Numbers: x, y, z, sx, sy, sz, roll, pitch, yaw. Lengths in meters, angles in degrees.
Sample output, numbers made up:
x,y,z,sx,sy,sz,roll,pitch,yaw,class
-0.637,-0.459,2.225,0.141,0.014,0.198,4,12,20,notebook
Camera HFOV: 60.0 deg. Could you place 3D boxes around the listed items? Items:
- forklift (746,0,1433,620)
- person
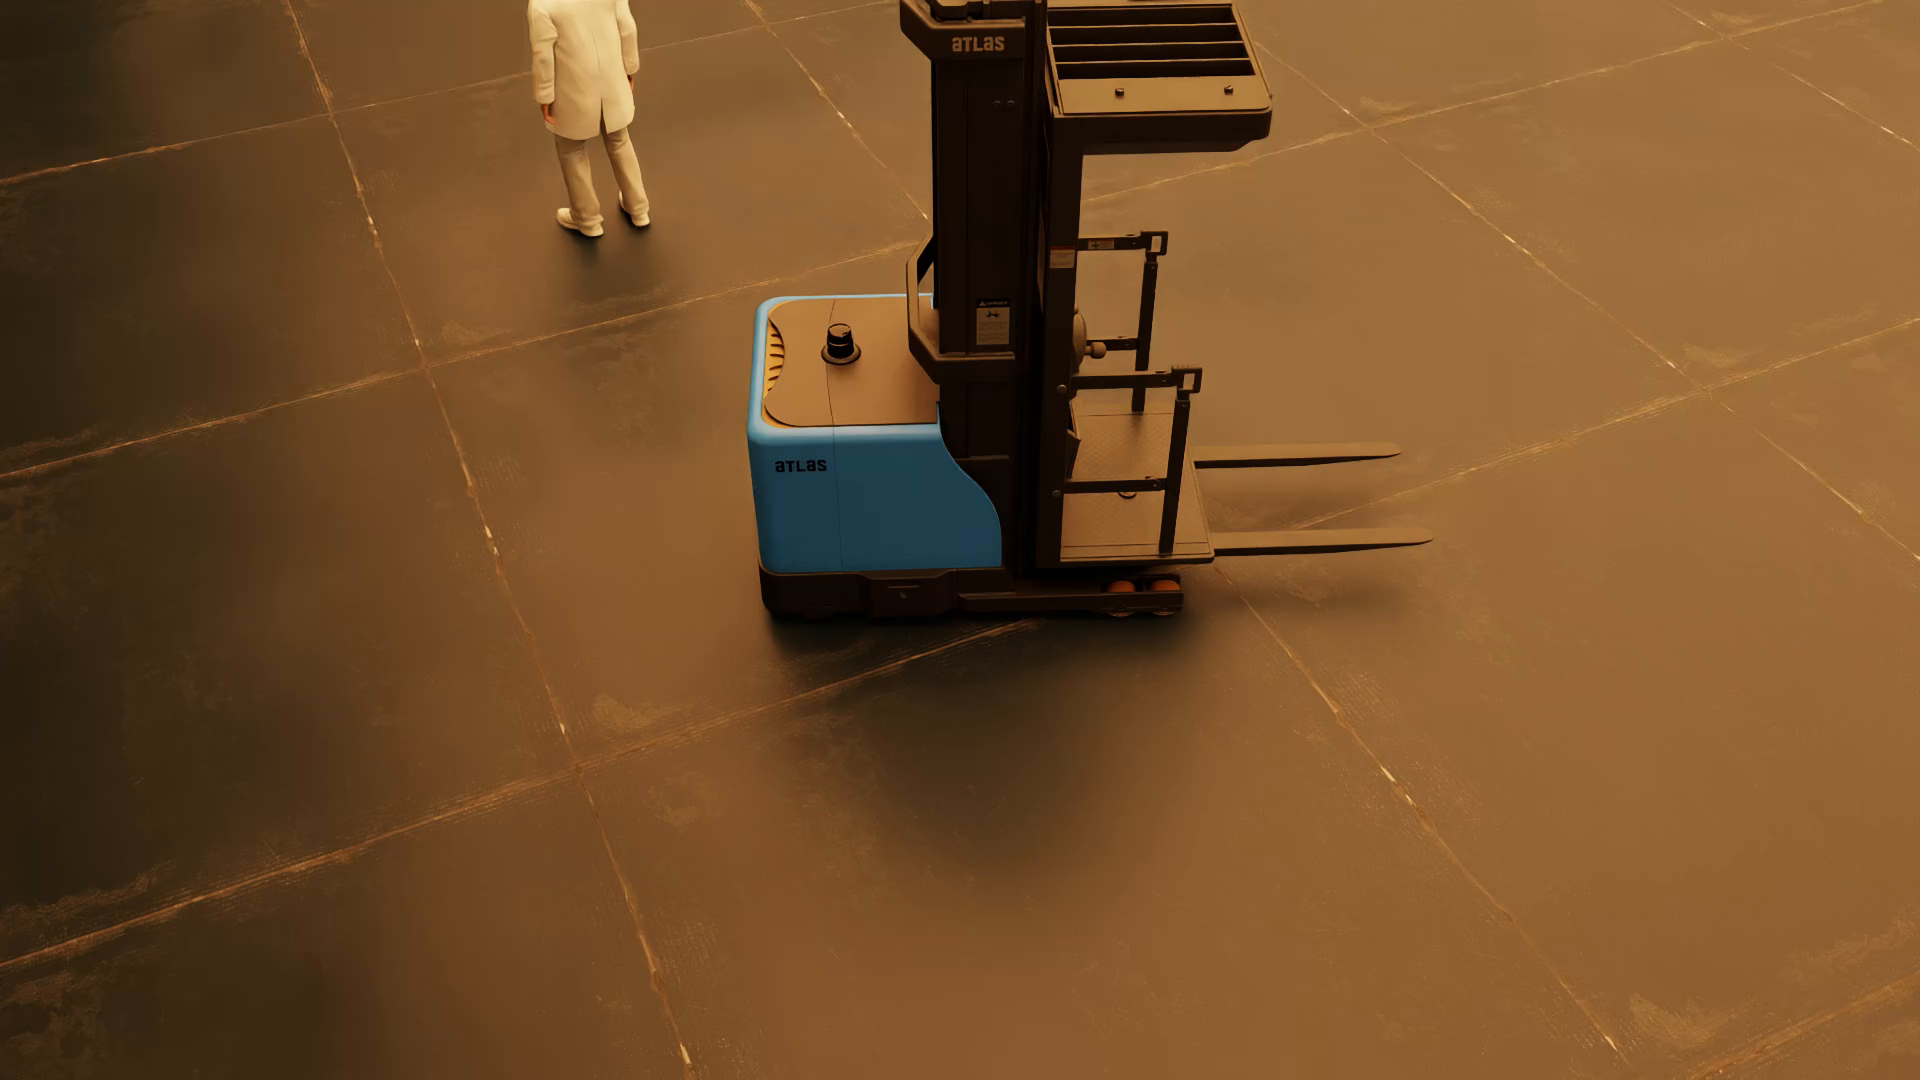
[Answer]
x,y,z,sx,sy,sz,roll,pitch,yaw,class
0.610,-1.090,6.848,3.031,2.935,1.130,-2,43,-2,forklift
-2.084,-2.537,9.253,0.649,1.778,0.455,-26,49,-26,person
